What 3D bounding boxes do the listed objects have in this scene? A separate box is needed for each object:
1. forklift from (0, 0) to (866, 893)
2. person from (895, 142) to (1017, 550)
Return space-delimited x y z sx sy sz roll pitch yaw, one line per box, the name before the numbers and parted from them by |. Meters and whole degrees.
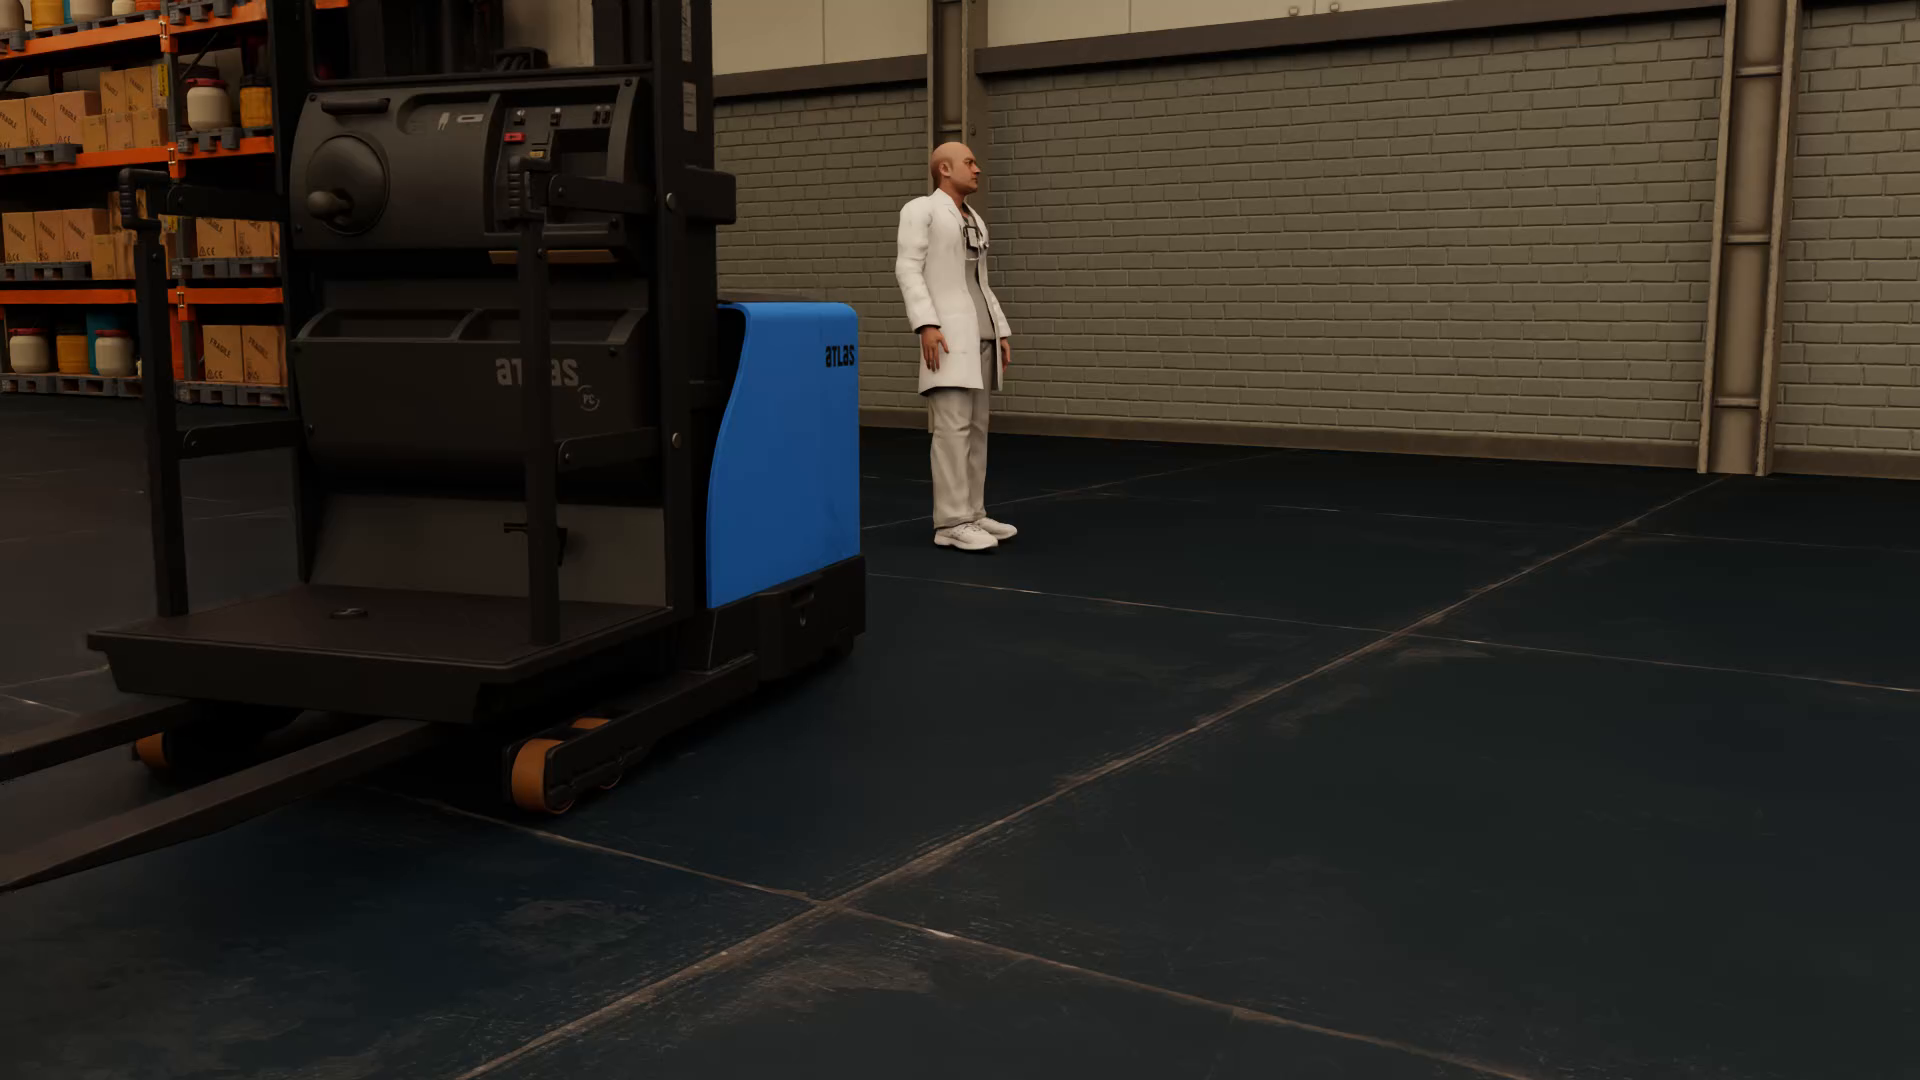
forklift | -1.252 -0.933 3.750 1.130 2.935 3.031 3 9 19
person | 0.072 -0.880 7.423 0.581 1.776 0.696 5 10 34
